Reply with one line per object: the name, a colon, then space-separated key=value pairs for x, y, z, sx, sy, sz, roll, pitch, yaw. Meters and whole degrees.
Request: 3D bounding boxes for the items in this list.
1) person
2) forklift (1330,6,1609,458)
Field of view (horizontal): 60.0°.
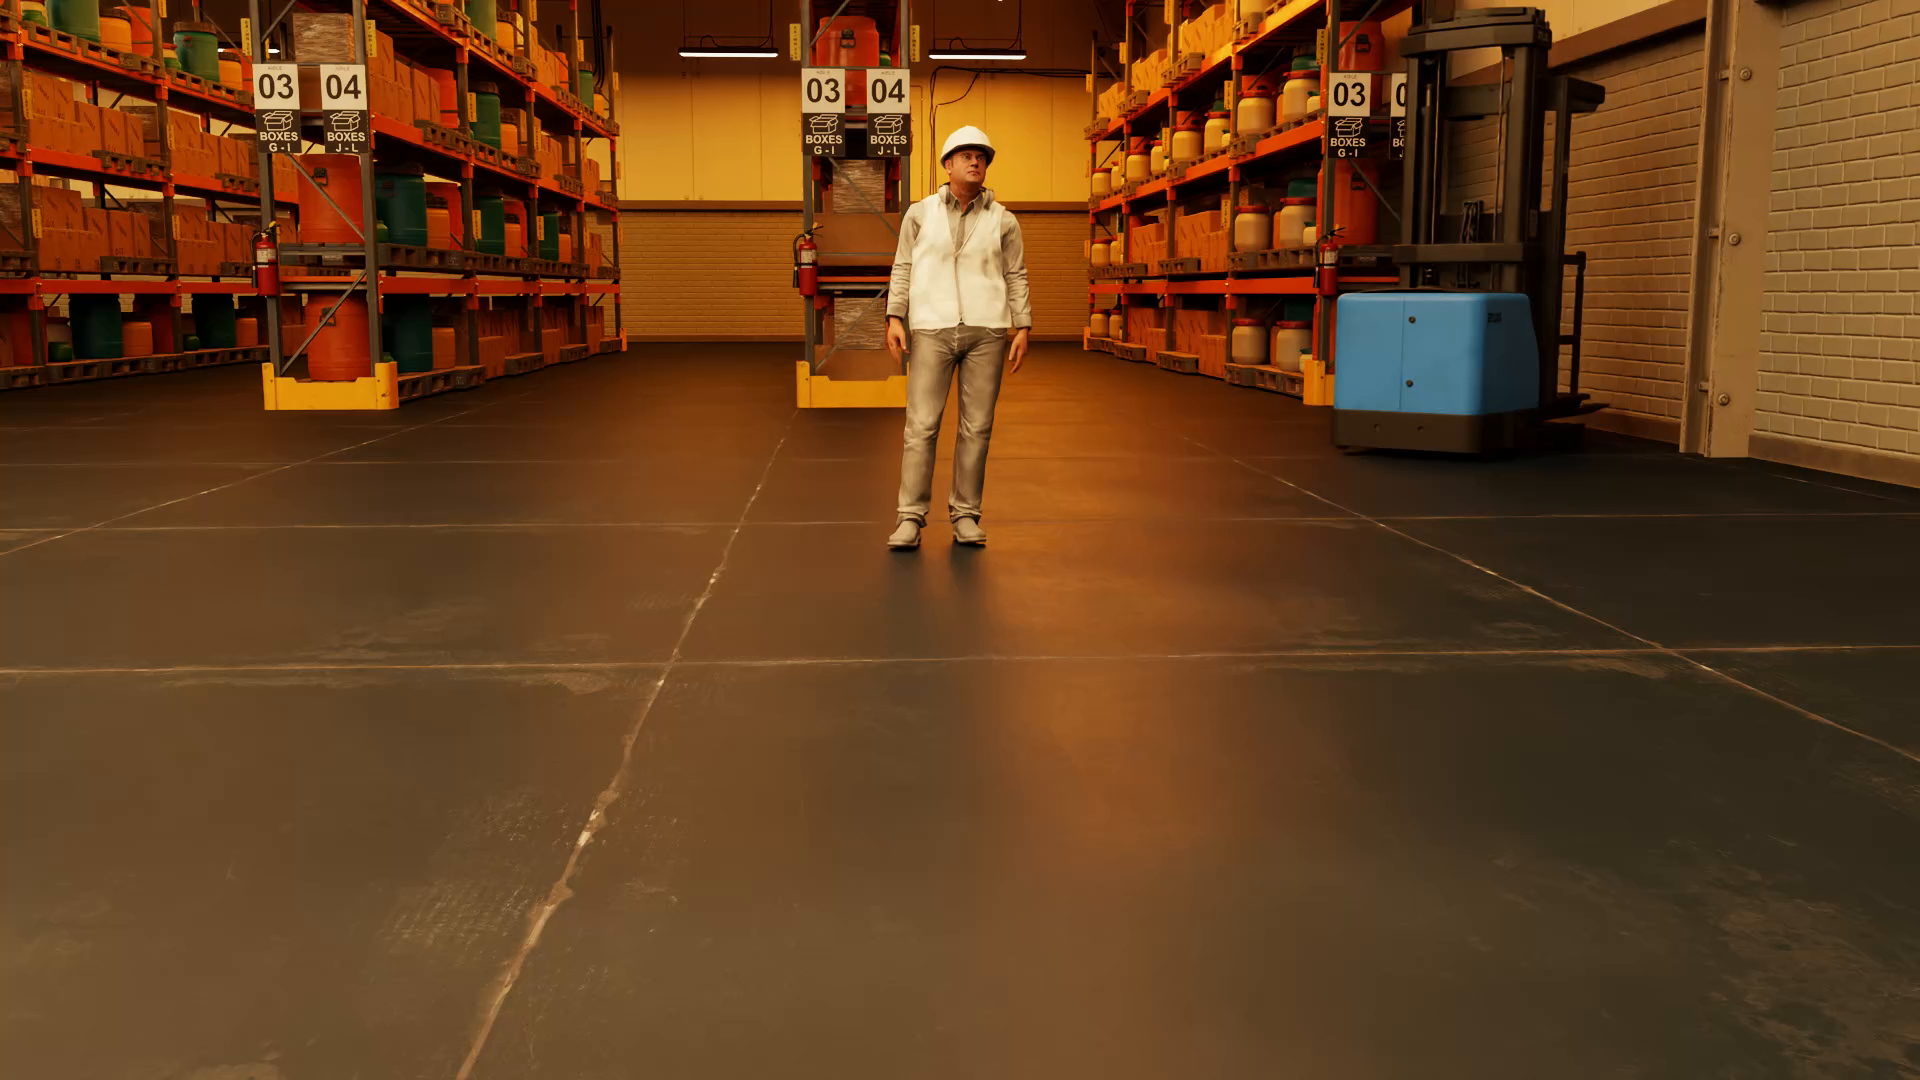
person: x=-0.003 y=-0.876 z=7.116 sx=0.634 sy=1.775 sz=0.566 roll=-1 pitch=8 yaw=-4
forklift: x=3.803 y=-2.139 z=11.739 sx=1.130 sy=2.935 sz=3.031 roll=7 pitch=11 yaw=39
